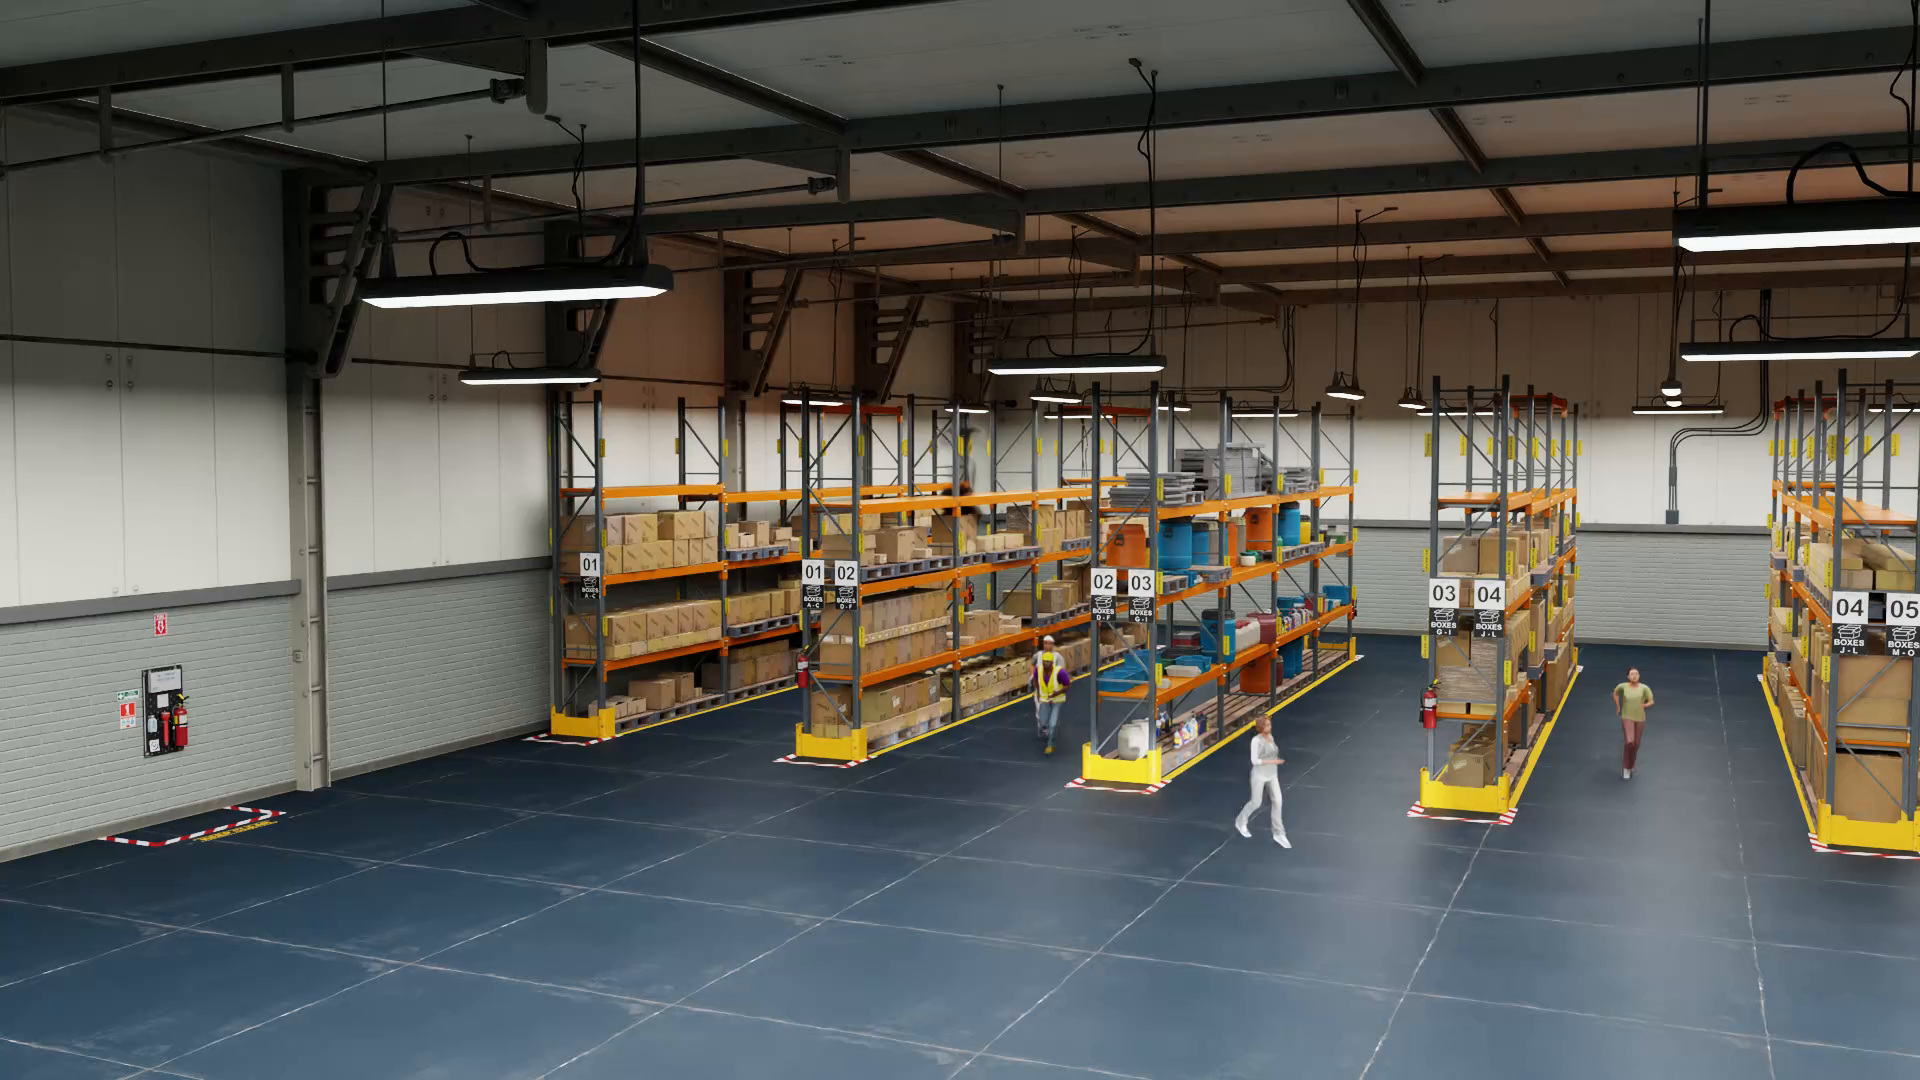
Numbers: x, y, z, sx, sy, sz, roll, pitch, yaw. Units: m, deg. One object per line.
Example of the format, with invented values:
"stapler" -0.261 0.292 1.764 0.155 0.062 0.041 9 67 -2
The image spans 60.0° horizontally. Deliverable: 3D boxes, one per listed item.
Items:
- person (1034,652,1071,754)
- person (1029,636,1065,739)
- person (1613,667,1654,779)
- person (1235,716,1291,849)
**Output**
"person" 1.505 2.665 27.344 0.690 1.693 0.742 1 3 22
"person" 1.487 2.531 28.539 0.641 1.778 0.694 0 3 7
"person" 10.261 2.773 25.329 0.557 1.707 0.709 1 3 12
"person" 3.802 3.024 20.957 0.520 1.624 0.824 -2 4 -38
